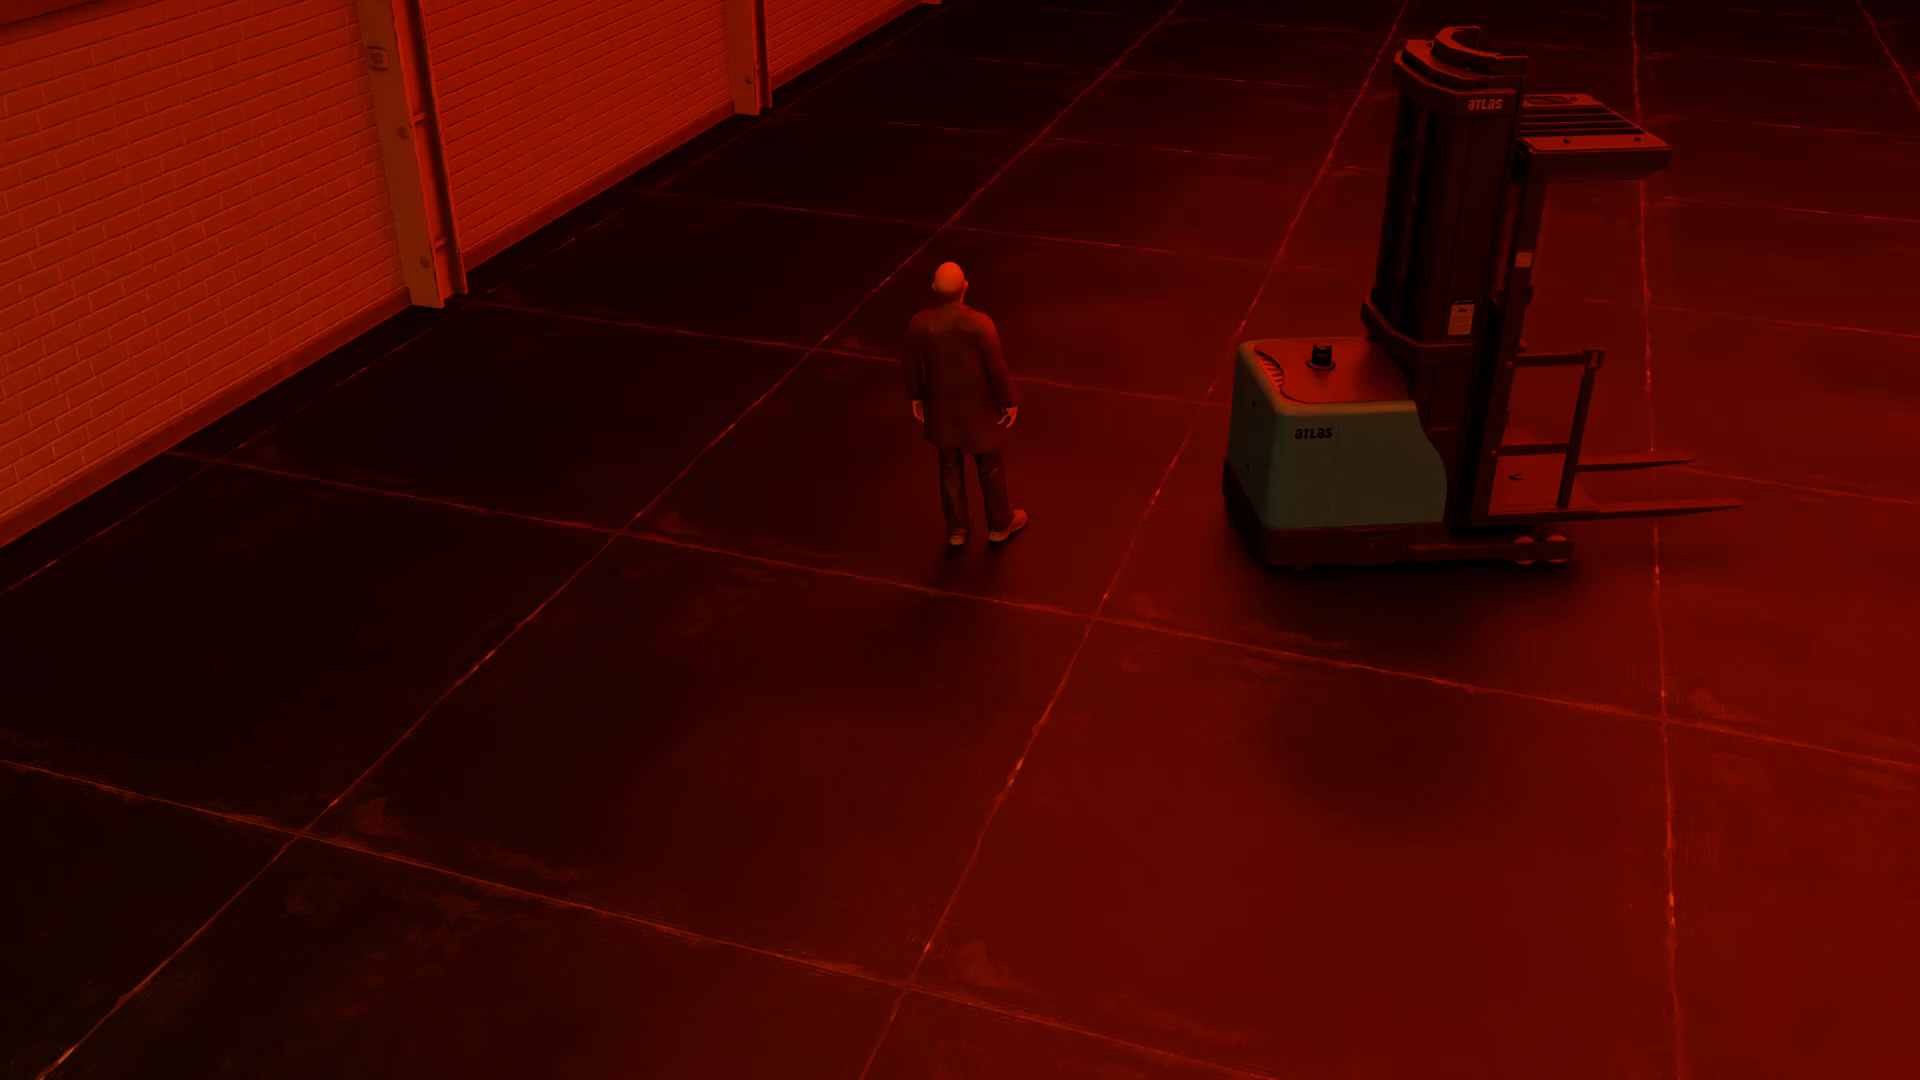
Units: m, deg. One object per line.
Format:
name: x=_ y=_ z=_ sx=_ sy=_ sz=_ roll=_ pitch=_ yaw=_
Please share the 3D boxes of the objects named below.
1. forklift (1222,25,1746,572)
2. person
forklift: x=3.203 y=-1.384 z=9.565 sx=3.031 sy=2.935 sz=1.130 roll=-3 pitch=30 yaw=-5
person: x=0.034 y=-0.820 z=9.726 sx=0.696 sy=1.775 sz=0.582 roll=10 pitch=31 yaw=16
